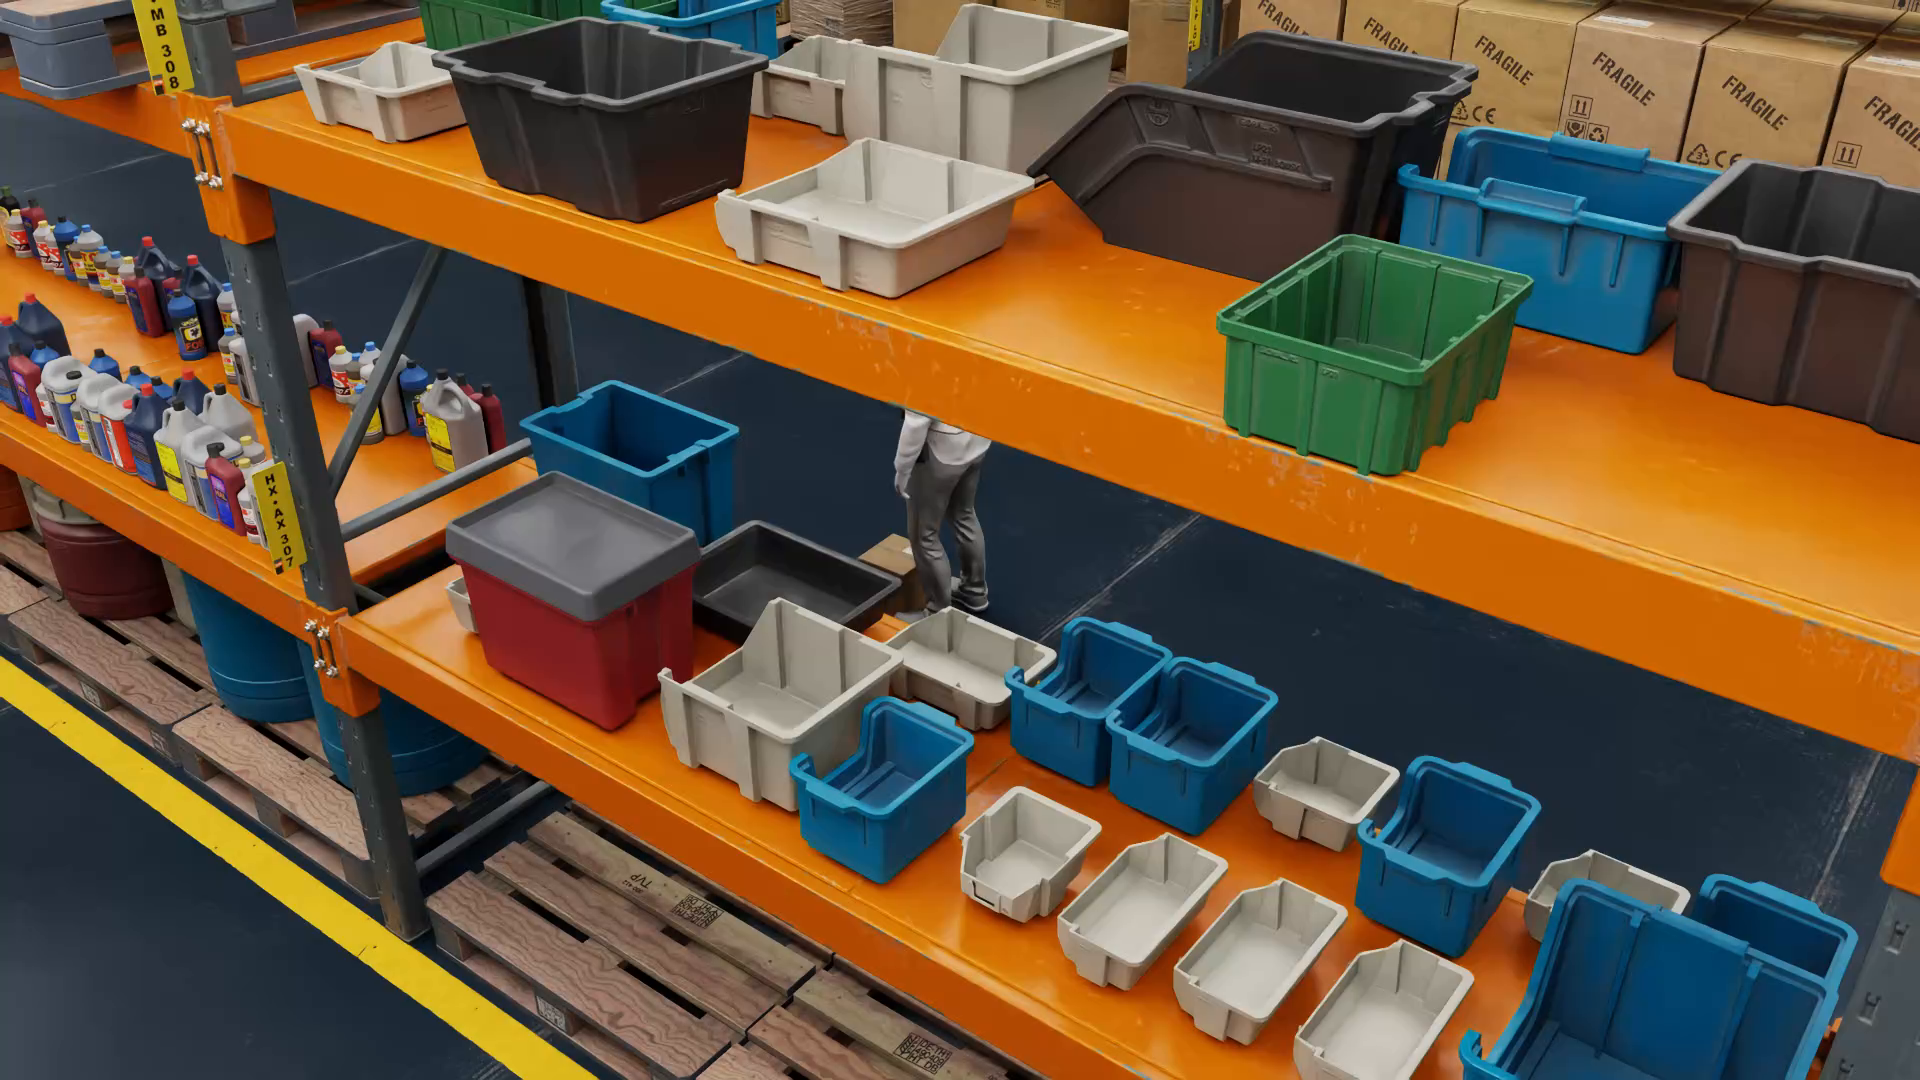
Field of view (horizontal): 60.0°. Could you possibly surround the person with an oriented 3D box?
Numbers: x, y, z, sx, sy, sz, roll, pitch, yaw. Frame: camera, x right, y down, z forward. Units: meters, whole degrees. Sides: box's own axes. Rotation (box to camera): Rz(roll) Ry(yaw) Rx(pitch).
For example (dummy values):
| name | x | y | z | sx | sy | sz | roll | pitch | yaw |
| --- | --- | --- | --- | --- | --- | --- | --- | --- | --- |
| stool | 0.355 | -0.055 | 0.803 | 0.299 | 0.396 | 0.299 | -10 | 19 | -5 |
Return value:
| name | x | y | z | sx | sy | sz | roll | pitch | yaw |
| --- | --- | --- | --- | --- | --- | --- | --- | --- | --- |
| person | -0.075 | -0.365 | 6.732 | 0.369 | 1.667 | 0.547 | 19 | 36 | 29 |
